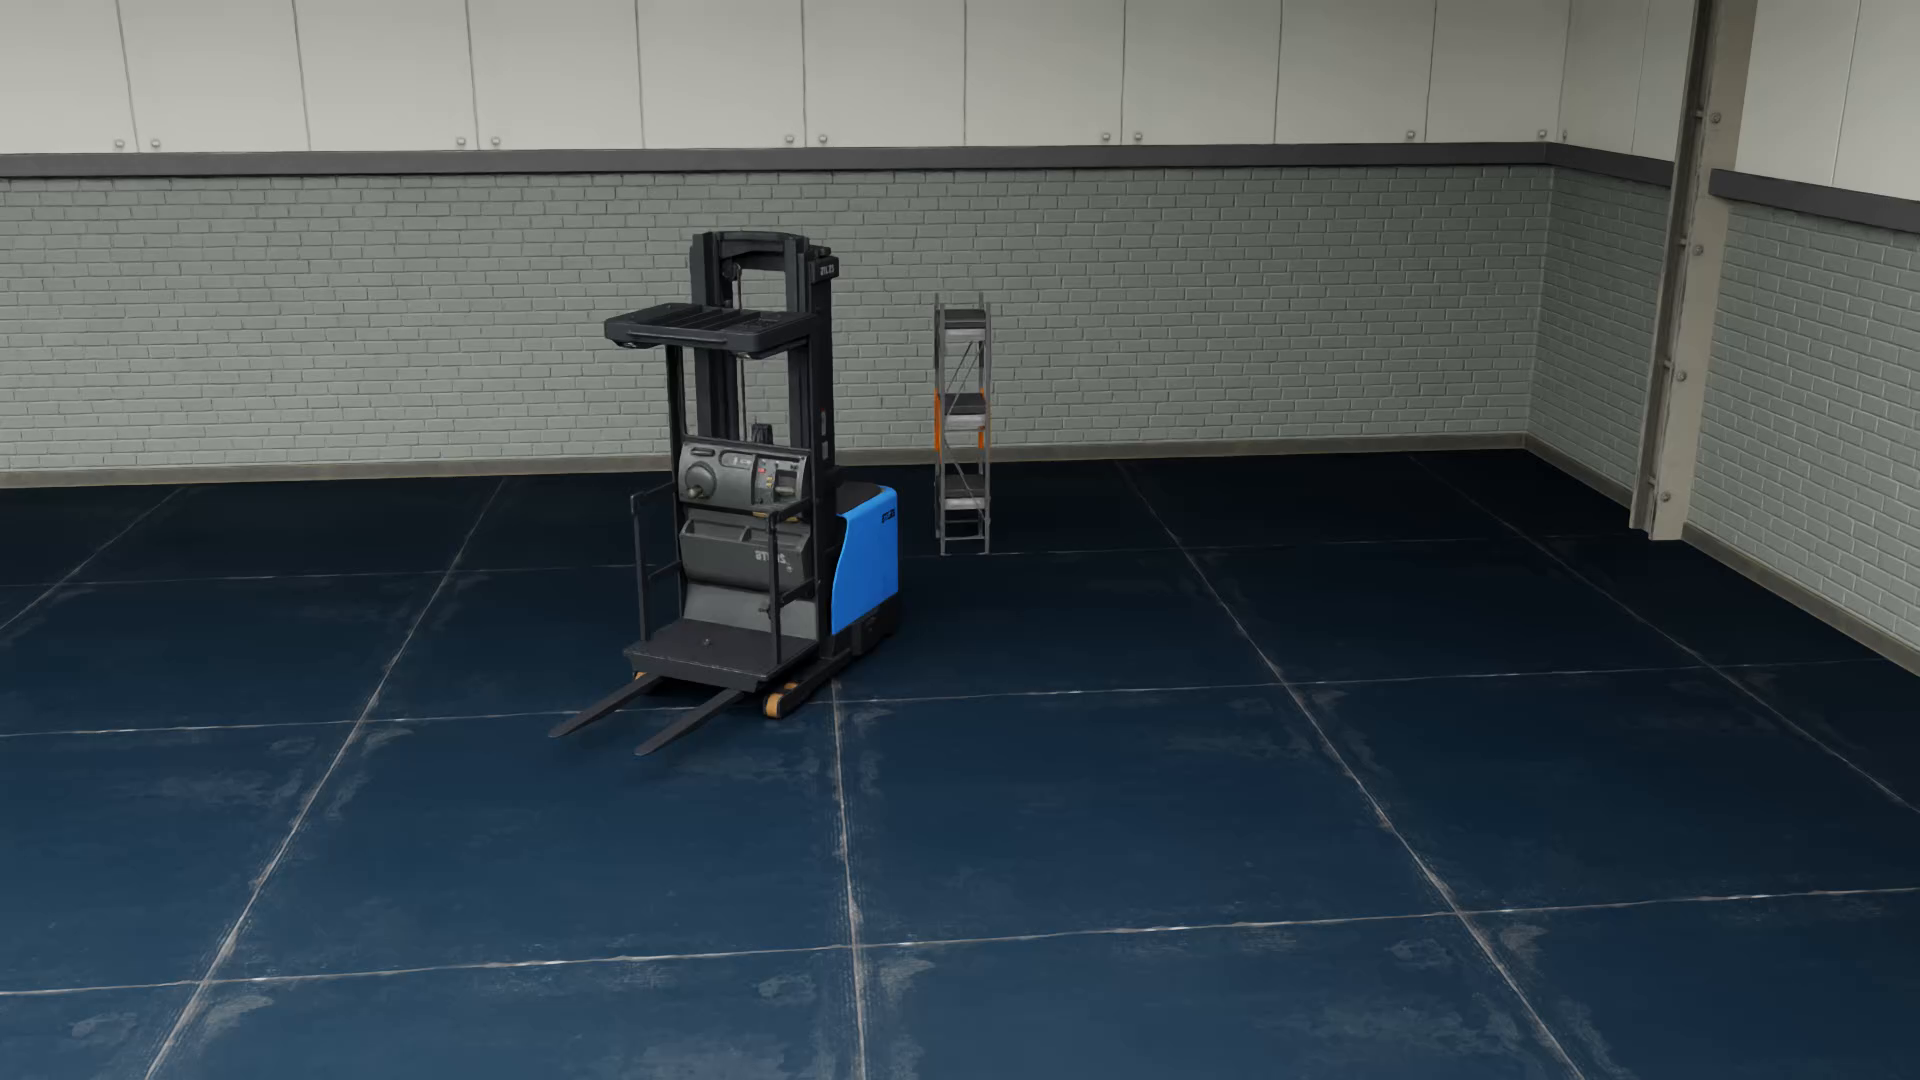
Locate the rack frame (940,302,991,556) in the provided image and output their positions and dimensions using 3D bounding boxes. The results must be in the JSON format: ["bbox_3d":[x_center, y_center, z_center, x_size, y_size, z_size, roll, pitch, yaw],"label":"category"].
[{"bbox_3d":[0.042,-0.880,13.474,0.400,2.100,0.015,-2,18,-6],"label":"rack frame"}]

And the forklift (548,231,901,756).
[{"bbox_3d":[-1.496,-0.408,10.582,1.130,2.935,3.031,8,19,23],"label":"forklift"}]

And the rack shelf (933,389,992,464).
[{"bbox_3d":[0.017,-0.939,13.710,0.431,0.518,0.480,-2,18,-6],"label":"rack shelf"}]

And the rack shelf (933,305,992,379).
[{"bbox_3d":[0.017,-1.607,13.500,0.431,0.518,0.480,-2,18,-6],"label":"rack shelf"}]

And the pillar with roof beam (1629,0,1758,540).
[{"bbox_3d":[1.736,-4.222,12.601,9.100,9.000,0.400,-2,18,-6],"label":"pillar with roof beam"}]

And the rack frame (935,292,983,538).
[{"bbox_3d":[-0.008,-1.025,13.937,0.400,2.100,0.015,-2,18,-6],"label":"rack frame"}]

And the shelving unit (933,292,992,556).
[{"bbox_3d":[0.017,-0.952,13.705,0.431,2.100,0.503,-2,18,-6],"label":"shelving unit"}]

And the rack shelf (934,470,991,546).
[{"bbox_3d":[0.017,-0.272,13.919,0.431,0.518,0.480,-2,18,-6],"label":"rack shelf"}]
